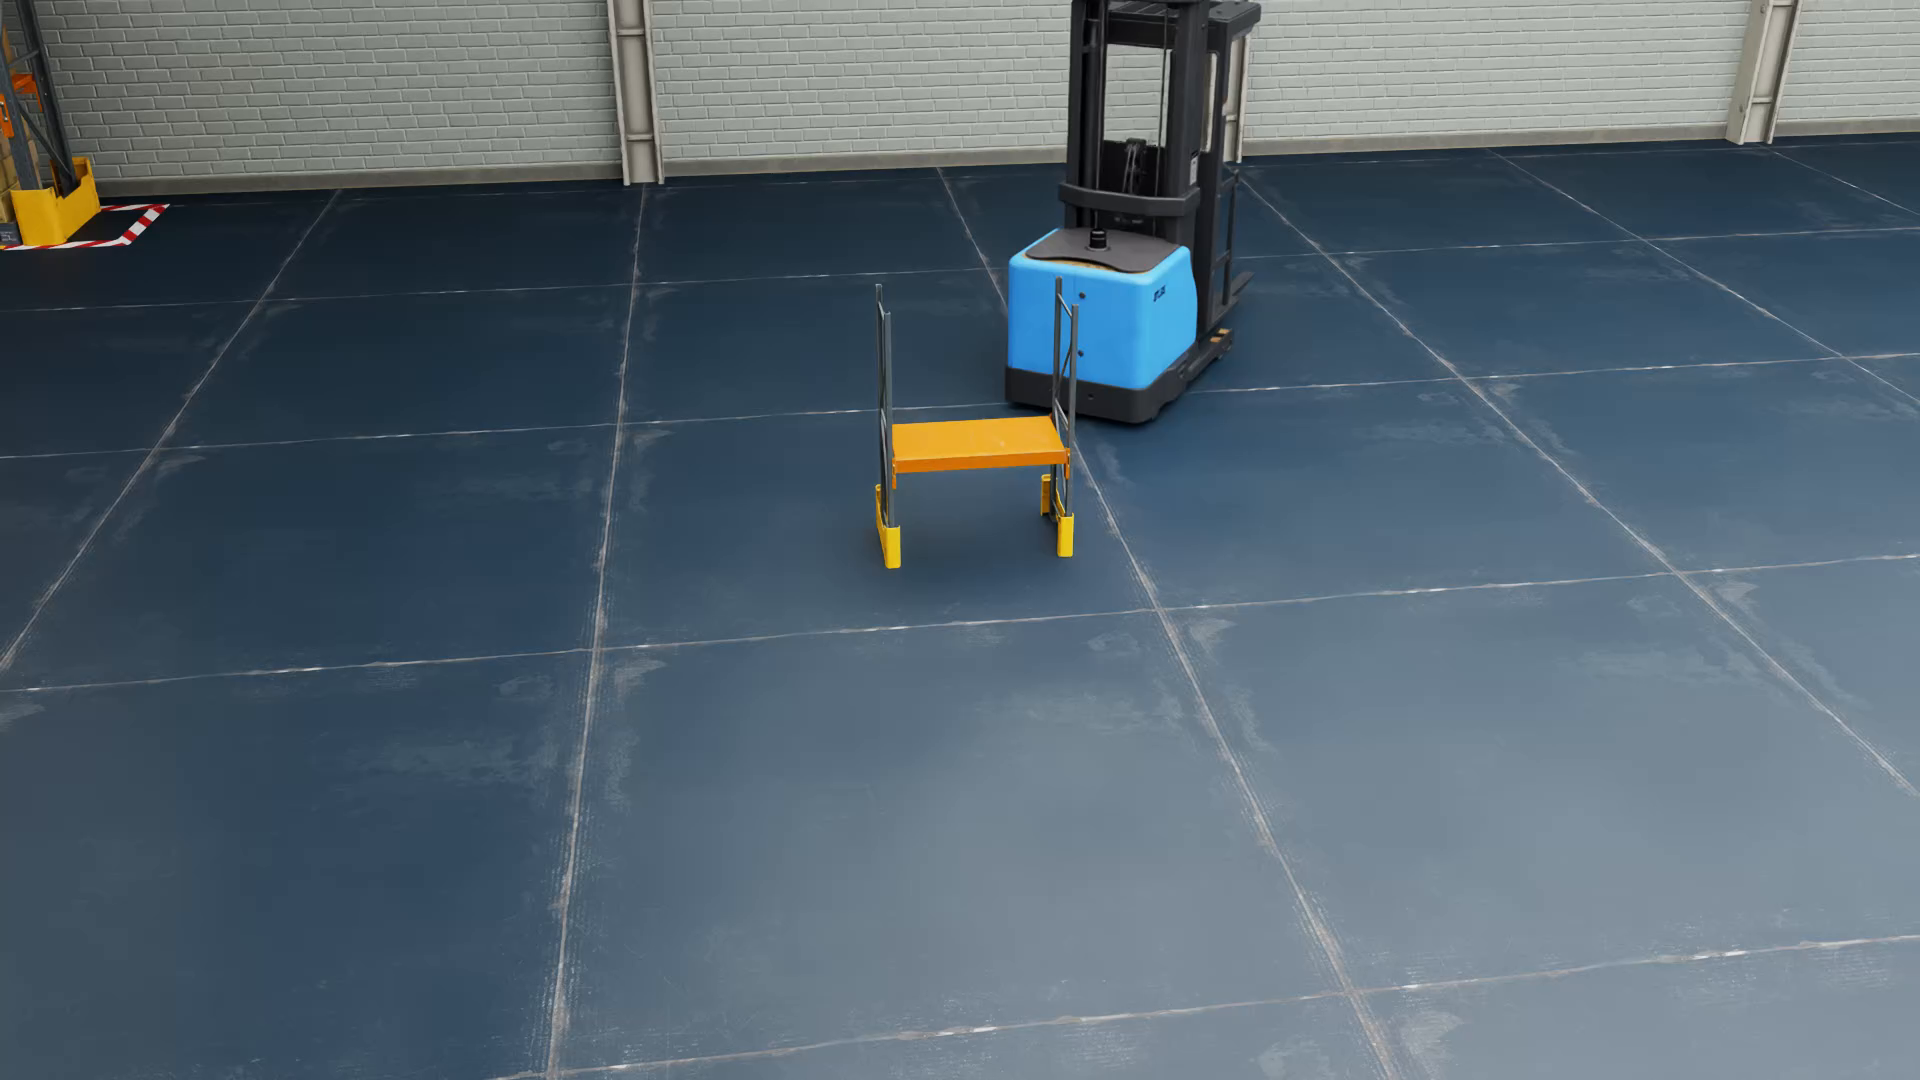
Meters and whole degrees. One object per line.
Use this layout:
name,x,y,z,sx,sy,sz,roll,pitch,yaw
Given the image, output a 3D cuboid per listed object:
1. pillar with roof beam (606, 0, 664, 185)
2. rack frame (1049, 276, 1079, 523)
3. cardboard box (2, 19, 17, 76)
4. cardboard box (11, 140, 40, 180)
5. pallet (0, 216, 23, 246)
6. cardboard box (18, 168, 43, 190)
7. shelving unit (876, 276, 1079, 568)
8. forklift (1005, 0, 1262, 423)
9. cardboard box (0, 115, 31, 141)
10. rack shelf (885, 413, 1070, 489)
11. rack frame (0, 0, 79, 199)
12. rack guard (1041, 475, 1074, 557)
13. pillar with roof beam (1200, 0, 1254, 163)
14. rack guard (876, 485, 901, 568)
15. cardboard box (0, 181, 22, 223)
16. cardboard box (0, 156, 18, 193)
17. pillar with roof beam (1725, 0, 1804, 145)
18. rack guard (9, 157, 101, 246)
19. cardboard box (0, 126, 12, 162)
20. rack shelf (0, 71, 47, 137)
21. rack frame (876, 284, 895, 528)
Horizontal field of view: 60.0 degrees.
pillar with roof beam,-2.599,-5.699,11.000,0.400,9.000,9.100,-4,27,-7
rack frame,0.588,-0.705,9.481,0.032,1.500,0.500,-4,27,-7
cardboard box,-8.854,-4.370,14.872,0.500,0.500,0.500,-3,27,-5
cardboard box,-8.819,-3.481,15.254,0.500,0.250,0.500,-3,27,-6
pallet,-9.076,-2.923,15.216,1.213,0.211,1.003,-4,27,-7
cardboard box,-8.838,-3.252,15.354,0.500,0.250,0.500,-4,27,-7
shelving unit,0.075,-0.672,9.417,1.083,1.500,0.587,-4,27,-7
forklift,1.416,-2.730,11.860,1.130,2.935,3.031,13,30,23
cardboard box,-8.827,-3.695,15.122,0.500,0.250,0.500,-4,27,-8
rack shelf,0.084,-0.513,9.500,1.000,0.185,0.538,-4,27,-7
rack frame,-8.325,-4.232,14.711,0.127,3.000,1.000,-4,27,-7
rack guard,0.569,-0.148,9.764,0.087,0.250,0.587,-4,27,-7
pillar with roof beam,3.343,-6.081,11.744,0.400,9.000,9.100,-4,27,-7
rack guard,-0.418,-0.084,9.641,0.087,0.250,0.587,-4,27,-7
cardboard box,-8.746,-3.022,14.906,0.500,0.250,0.500,-3,27,-7
cardboard box,-8.763,-3.245,14.793,0.500,0.250,0.500,-4,27,-8
pillar with roof beam,9.284,-6.463,12.488,0.400,9.000,9.100,-4,27,-7
rack guard,-8.301,-3.121,15.285,0.348,0.500,1.175,-4,27,-7
cardboard box,-8.737,-3.470,14.683,0.500,0.250,0.500,-3,27,-5
rack shelf,-10.305,-3.784,14.628,4.000,0.370,1.077,-4,27,-7
rack frame,-0.419,-0.640,9.355,0.032,1.500,0.500,-4,27,-7
